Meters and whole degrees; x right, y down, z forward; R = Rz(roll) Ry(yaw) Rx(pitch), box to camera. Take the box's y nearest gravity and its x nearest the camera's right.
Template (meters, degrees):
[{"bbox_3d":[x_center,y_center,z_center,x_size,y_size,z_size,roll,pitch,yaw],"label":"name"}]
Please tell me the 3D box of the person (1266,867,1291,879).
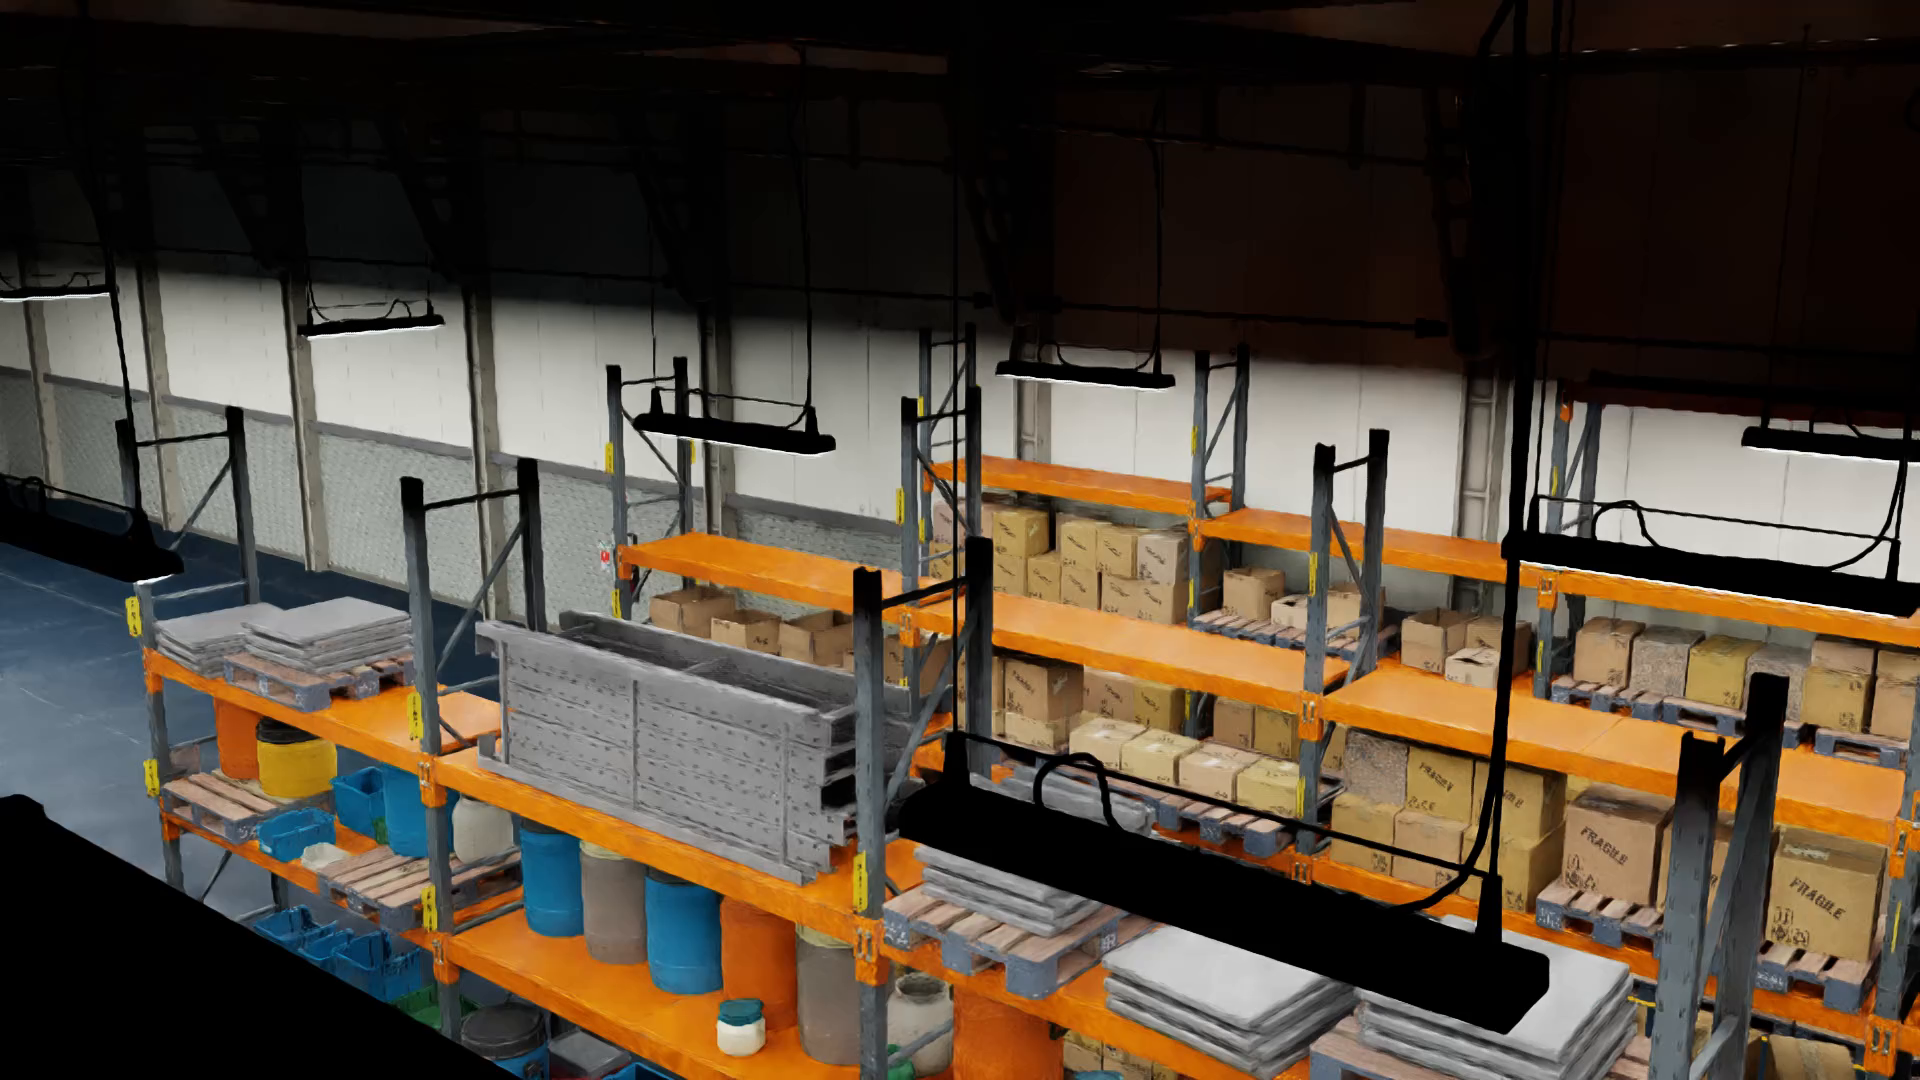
[{"bbox_3d":[3.449,3.367,17.569,1.115,1.648,0.543,11,17,40],"label":"person"}]
